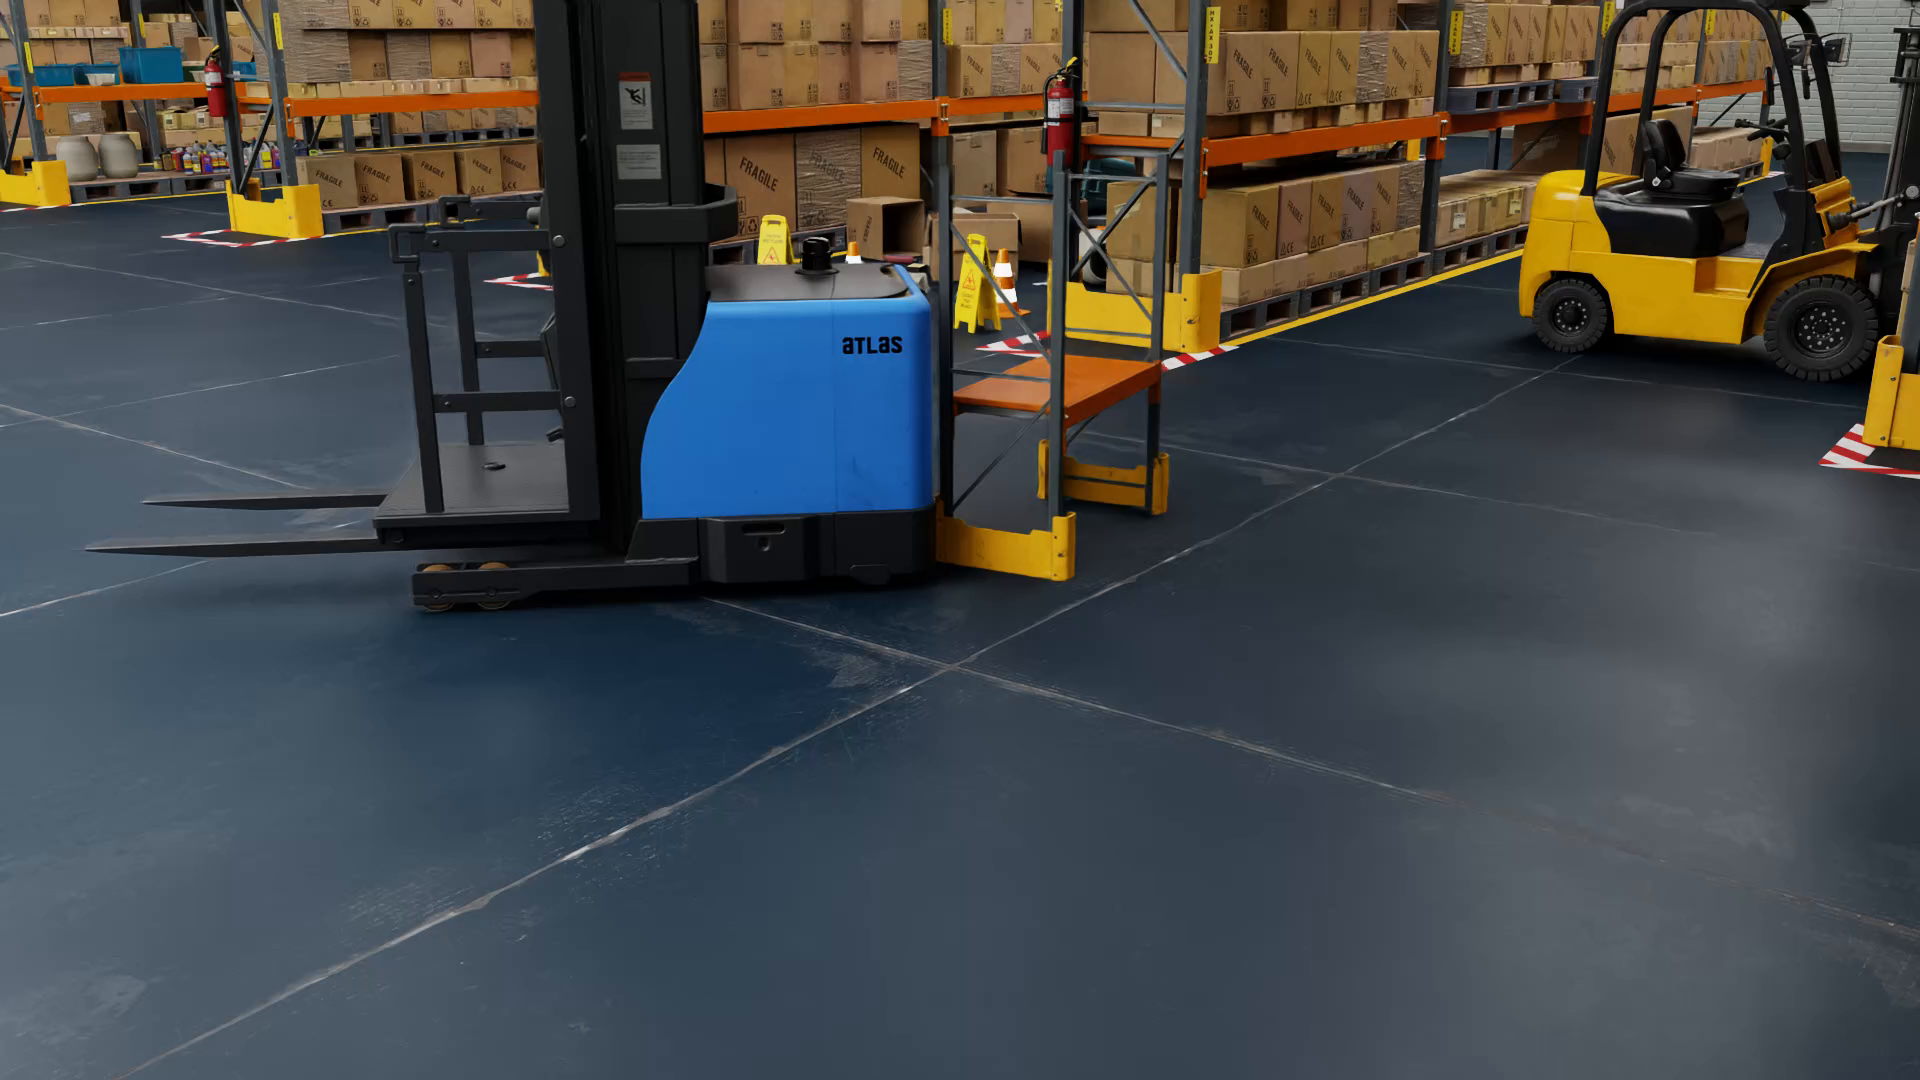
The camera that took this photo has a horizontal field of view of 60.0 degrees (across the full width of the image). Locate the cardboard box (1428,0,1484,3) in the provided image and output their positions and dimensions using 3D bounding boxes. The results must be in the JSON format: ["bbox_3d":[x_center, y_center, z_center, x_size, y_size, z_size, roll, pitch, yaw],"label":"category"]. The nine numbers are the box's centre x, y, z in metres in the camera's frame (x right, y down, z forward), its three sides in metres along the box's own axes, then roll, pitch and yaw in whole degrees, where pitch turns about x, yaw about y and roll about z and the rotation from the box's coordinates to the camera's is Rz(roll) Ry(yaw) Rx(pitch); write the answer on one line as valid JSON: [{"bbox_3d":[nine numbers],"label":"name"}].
[{"bbox_3d":[4.034,-4.437,13.500,0.380,0.149,0.250,12,21,34],"label":"cardboard box"}]

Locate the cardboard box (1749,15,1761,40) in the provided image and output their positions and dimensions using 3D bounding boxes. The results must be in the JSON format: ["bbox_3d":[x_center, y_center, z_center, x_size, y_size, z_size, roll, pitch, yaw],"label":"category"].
[{"bbox_3d":[9.939,-6.666,21.299,0.500,0.500,0.500,12,21,34],"label":"cardboard box"}]

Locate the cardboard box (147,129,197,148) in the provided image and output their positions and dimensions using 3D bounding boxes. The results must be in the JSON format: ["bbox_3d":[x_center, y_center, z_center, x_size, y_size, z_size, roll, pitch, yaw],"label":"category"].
[{"bbox_3d":[-12.003,-6.129,25.351,0.500,0.250,0.500,12,21,33],"label":"cardboard box"}]

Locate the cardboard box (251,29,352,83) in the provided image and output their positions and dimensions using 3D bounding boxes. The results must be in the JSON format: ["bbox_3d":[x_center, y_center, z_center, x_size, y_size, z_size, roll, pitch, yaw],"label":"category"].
[{"bbox_3d":[-6.523,-4.801,16.477,0.875,0.500,0.500,12,21,35],"label":"cardboard box"}]

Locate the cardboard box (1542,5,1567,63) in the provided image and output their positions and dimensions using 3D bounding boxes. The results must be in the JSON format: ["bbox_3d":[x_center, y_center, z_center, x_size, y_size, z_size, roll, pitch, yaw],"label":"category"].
[{"bbox_3d":[5.206,-4.627,15.208,0.500,0.500,0.500,11,20,31],"label":"cardboard box"}]

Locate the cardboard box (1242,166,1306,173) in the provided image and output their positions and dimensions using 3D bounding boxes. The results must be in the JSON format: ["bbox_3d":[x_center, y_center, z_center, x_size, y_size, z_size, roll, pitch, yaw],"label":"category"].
[{"bbox_3d":[2.282,-2.587,12.680,0.500,0.500,0.500,14,22,37],"label":"cardboard box"}]

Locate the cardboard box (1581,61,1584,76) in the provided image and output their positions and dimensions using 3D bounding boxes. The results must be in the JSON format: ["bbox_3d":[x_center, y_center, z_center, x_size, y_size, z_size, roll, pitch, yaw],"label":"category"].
[{"bbox_3d":[5.847,-4.601,16.216,0.380,0.149,0.250,13,22,37],"label":"cardboard box"}]

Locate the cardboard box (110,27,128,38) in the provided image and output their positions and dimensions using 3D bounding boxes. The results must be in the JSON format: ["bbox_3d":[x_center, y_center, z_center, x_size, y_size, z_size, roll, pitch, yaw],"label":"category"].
[{"bbox_3d":[-12.433,-7.444,24.396,0.380,0.149,0.250,12,21,35],"label":"cardboard box"}]

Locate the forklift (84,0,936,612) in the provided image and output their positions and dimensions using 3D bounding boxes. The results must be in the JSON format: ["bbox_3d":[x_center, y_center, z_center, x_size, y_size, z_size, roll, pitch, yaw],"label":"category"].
[{"bbox_3d":[-1.646,-1.310,6.019,3.031,2.935,1.130,-2,17,-7],"label":"forklift"}]

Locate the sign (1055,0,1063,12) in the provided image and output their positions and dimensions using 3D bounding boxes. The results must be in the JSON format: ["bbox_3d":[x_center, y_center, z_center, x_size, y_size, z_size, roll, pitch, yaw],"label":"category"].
[{"bbox_3d":[0.653,-3.541,10.603,0.100,0.325,0.005,12,21,35],"label":"sign"}]

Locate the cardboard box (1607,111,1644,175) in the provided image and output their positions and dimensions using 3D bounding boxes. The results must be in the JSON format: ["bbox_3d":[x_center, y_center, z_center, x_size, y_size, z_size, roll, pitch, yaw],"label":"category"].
[{"bbox_3d":[6.866,-4.187,18.043,0.875,0.875,0.875,13,21,35],"label":"cardboard box"}]

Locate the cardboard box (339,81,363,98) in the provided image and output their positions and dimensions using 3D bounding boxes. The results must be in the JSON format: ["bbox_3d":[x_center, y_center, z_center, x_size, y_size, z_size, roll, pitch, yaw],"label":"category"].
[{"bbox_3d":[-6.186,-4.504,16.614,0.380,0.149,0.250,12,21,35],"label":"cardboard box"}]

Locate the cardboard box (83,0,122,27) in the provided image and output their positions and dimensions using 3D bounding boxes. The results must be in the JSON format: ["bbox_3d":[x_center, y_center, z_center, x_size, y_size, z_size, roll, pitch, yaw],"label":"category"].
[{"bbox_3d":[-12.702,-7.750,24.286,0.700,0.500,0.500,13,21,35],"label":"cardboard box"}]

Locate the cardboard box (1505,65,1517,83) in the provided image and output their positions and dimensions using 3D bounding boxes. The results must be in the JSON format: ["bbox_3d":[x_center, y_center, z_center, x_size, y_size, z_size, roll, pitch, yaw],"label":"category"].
[{"bbox_3d":[4.652,-4.095,14.587,0.380,0.149,0.250,13,21,35],"label":"cardboard box"}]

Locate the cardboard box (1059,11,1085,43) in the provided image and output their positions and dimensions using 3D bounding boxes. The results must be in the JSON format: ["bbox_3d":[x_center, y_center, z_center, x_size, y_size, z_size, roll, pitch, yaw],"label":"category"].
[{"bbox_3d":[0.938,-5.667,18.080,0.700,0.500,0.500,12,21,34],"label":"cardboard box"}]

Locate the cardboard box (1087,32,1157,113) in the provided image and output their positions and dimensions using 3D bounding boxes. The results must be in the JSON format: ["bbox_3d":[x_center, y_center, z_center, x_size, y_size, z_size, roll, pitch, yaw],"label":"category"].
[{"bbox_3d":[1.188,-3.102,11.005,0.500,0.500,0.500,12,21,34],"label":"cardboard box"}]

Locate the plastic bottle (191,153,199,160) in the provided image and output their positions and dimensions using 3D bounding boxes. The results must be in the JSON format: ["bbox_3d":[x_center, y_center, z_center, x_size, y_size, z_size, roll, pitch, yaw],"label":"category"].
[{"bbox_3d":[-9.742,-4.820,21.183,0.097,0.201,0.097,0,17,0],"label":"plastic bottle"}]

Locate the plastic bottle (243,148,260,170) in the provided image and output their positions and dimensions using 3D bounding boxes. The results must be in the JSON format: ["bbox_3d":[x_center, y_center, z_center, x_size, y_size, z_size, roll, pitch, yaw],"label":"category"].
[{"bbox_3d":[-9.026,-4.858,21.179,0.152,0.276,0.135,13,21,36],"label":"plastic bottle"}]

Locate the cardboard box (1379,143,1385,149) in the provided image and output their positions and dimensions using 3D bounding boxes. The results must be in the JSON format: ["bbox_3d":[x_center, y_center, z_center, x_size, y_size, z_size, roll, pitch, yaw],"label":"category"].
[{"bbox_3d":[6.139,-5.946,24.931,0.380,0.149,0.250,12,21,34],"label":"cardboard box"}]

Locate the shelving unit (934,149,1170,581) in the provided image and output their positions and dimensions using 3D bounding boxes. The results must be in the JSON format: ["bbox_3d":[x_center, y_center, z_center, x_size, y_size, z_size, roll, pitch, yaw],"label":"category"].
[{"bbox_3d":[0.389,-0.741,6.602,0.587,1.500,1.083,9,19,26],"label":"shelving unit"}]

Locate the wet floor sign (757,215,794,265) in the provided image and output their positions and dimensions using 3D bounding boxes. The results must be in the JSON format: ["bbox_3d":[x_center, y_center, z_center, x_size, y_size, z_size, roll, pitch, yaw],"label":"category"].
[{"bbox_3d":[-1.376,-2.104,12.430,0.267,0.644,0.232,8,19,25],"label":"wet floor sign"}]

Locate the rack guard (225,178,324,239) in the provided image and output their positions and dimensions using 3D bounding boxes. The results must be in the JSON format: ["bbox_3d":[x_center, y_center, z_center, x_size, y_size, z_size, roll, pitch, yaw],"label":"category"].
[{"bbox_3d":[-6.827,-3.310,16.559,1.175,0.500,0.348,12,21,35],"label":"rack guard"}]

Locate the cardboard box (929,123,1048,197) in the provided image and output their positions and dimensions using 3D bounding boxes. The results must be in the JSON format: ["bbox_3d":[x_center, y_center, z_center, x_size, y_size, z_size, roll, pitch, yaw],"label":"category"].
[{"bbox_3d":[0.310,-4.057,17.834,1.050,0.750,0.750,12,21,35],"label":"cardboard box"}]

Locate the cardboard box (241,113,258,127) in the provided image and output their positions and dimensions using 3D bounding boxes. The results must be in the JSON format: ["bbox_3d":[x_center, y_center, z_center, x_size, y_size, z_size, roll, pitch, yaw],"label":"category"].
[{"bbox_3d":[-11.386,-6.641,26.053,0.500,0.311,0.500,12,21,33],"label":"cardboard box"}]

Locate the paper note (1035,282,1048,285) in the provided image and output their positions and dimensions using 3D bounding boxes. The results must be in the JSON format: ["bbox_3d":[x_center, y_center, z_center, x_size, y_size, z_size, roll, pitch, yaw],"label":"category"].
[{"bbox_3d":[0.678,-2.063,13.356,0.142,0.019,0.148,-11,20,-32],"label":"paper note"}]

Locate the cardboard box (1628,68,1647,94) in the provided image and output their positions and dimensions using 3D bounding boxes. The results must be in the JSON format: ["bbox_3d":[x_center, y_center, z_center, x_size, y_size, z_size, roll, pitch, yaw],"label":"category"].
[{"bbox_3d":[6.956,-4.889,17.684,0.500,0.250,0.500,13,22,36],"label":"cardboard box"}]

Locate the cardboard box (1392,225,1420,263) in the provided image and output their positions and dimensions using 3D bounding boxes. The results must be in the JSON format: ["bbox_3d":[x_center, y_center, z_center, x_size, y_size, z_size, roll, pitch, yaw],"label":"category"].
[{"bbox_3d":[3.333,-2.386,13.297,0.500,0.250,0.500,14,22,37],"label":"cardboard box"}]

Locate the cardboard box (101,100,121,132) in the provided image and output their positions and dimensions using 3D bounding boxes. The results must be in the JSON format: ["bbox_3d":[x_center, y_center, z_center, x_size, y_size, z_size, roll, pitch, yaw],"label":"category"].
[{"bbox_3d":[-12.970,-6.380,24.894,0.500,0.500,0.500,12,21,35],"label":"cardboard box"}]

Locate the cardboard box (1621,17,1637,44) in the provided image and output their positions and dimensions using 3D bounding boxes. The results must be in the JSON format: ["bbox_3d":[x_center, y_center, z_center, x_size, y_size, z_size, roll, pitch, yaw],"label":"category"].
[{"bbox_3d":[6.631,-5.359,17.088,0.500,0.500,0.500,13,21,35],"label":"cardboard box"}]

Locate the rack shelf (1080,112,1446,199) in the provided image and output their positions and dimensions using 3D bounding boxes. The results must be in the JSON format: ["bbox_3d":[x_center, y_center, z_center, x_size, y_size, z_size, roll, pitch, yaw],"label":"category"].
[{"bbox_3d":[2.278,-2.867,12.131,1.077,0.370,4.000,12,21,35],"label":"rack shelf"}]

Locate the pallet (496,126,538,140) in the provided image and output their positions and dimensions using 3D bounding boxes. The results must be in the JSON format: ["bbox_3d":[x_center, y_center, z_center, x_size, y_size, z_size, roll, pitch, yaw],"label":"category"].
[{"bbox_3d":[-8.130,-7.563,30.741,1.003,0.211,1.213,12,21,35],"label":"pallet"}]

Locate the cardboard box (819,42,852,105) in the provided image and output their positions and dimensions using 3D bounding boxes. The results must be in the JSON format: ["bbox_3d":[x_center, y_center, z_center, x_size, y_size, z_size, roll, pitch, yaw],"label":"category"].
[{"bbox_3d":[-1.502,-4.276,15.204,0.875,0.550,0.550,12,21,35],"label":"cardboard box"}]

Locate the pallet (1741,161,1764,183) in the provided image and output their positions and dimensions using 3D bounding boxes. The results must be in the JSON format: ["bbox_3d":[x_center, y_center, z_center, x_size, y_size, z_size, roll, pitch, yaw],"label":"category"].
[{"bbox_3d":[10.206,-5.009,22.518,1.003,0.211,1.213,12,21,35],"label":"pallet"}]

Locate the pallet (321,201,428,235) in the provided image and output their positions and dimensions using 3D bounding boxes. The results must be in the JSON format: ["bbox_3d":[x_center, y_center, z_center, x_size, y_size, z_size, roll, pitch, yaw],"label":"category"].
[{"bbox_3d":[-6.315,-3.359,17.204,1.003,0.211,1.213,12,21,35],"label":"pallet"}]

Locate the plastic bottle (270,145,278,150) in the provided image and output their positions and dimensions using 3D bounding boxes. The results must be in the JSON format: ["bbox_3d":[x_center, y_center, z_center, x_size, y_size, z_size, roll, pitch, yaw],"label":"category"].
[{"bbox_3d":[-8.867,-4.993,21.614,0.152,0.276,0.135,12,21,35],"label":"plastic bottle"}]

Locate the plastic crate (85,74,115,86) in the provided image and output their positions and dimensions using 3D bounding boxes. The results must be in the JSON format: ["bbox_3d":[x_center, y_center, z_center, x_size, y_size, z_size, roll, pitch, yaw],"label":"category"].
[{"bbox_3d":[-10.059,-5.391,19.490,0.298,0.136,0.250,12,21,35],"label":"plastic crate"}]

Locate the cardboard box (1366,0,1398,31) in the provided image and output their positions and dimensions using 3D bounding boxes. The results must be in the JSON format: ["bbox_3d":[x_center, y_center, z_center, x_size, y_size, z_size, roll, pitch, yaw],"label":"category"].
[{"bbox_3d":[3.033,-4.288,13.137,0.700,0.500,0.500,12,21,34],"label":"cardboard box"}]

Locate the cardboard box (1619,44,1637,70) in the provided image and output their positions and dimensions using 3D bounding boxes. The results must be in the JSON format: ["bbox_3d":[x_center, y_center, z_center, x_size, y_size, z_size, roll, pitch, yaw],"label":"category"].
[{"bbox_3d":[6.662,-5.007,17.218,0.500,0.250,0.500,13,21,36],"label":"cardboard box"}]

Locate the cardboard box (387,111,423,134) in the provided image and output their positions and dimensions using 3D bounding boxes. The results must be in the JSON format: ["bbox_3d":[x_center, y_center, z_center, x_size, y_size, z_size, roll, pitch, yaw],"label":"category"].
[{"bbox_3d":[-9.559,-7.216,28.397,0.500,0.500,0.500,14,22,37],"label":"cardboard box"}]

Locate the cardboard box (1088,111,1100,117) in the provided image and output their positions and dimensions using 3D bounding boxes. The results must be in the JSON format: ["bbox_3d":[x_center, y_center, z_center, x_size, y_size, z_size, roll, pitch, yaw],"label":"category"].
[{"bbox_3d":[1.802,-7.099,27.420,0.875,0.875,0.875,12,21,35],"label":"cardboard box"}]

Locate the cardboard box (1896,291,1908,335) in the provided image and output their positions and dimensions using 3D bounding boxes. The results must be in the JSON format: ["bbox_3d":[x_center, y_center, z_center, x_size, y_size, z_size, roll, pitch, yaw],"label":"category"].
[{"bbox_3d":[5.114,-1.155,8.491,0.500,0.250,0.500,12,21,34],"label":"cardboard box"}]

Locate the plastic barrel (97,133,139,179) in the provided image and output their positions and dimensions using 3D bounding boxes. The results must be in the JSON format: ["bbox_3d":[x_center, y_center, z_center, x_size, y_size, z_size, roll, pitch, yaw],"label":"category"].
[{"bbox_3d":[-10.221,-4.663,20.187,0.421,0.512,0.421,0,17,0],"label":"plastic barrel"}]

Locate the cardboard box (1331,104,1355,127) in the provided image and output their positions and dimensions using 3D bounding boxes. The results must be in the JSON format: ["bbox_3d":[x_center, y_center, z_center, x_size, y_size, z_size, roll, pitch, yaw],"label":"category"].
[{"bbox_3d":[2.620,-3.071,11.997,0.380,0.149,0.250,13,21,35],"label":"cardboard box"}]

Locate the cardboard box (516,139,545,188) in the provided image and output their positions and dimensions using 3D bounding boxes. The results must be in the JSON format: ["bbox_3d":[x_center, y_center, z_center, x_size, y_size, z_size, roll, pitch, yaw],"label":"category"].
[{"bbox_3d":[-4.760,-4.357,19.222,0.500,0.500,0.500,12,21,33],"label":"cardboard box"}]

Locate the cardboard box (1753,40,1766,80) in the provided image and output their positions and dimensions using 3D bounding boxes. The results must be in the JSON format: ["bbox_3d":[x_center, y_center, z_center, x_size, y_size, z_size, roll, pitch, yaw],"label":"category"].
[{"bbox_3d":[10.234,-6.314,21.850,0.500,0.500,0.500,12,21,34],"label":"cardboard box"}]

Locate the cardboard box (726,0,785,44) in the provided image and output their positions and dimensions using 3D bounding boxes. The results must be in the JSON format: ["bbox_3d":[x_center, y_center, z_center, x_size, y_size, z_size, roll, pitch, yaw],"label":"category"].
[{"bbox_3d":[-2.001,-4.510,14.136,0.875,0.550,0.550,12,21,35],"label":"cardboard box"}]

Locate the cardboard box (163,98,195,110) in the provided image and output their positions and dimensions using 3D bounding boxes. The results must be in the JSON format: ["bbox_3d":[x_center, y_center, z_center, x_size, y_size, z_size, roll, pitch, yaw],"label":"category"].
[{"bbox_3d":[-14.427,-7.852,30.445,0.700,0.500,0.500,13,21,35],"label":"cardboard box"}]

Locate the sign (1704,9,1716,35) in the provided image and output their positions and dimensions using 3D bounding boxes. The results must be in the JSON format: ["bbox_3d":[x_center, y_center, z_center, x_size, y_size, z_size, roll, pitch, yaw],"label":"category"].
[{"bbox_3d":[8.678,-6.014,19.233,0.100,0.325,0.005,12,21,35],"label":"sign"}]

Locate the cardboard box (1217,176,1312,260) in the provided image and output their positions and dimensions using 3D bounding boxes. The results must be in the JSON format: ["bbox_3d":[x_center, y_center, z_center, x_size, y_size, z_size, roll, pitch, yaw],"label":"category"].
[{"bbox_3d":[2.111,-2.254,11.608,0.500,0.500,0.500,11,21,33],"label":"cardboard box"}]

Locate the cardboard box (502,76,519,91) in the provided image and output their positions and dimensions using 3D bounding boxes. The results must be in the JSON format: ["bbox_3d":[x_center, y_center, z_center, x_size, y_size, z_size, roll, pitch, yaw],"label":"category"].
[{"bbox_3d":[-5.049,-4.993,18.187,0.380,0.149,0.250,12,21,35],"label":"cardboard box"}]

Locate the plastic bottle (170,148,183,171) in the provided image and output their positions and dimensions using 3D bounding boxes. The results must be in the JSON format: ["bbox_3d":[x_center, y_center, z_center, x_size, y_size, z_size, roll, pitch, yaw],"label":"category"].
[{"bbox_3d":[-9.936,-4.840,21.122,0.152,0.276,0.135,13,21,35],"label":"plastic bottle"}]

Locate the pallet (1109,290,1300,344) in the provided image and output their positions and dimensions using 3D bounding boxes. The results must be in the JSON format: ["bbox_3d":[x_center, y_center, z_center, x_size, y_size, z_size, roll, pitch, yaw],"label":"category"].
[{"bbox_3d":[1.644,-1.608,11.565,1.003,0.211,1.213,12,21,35],"label":"pallet"}]

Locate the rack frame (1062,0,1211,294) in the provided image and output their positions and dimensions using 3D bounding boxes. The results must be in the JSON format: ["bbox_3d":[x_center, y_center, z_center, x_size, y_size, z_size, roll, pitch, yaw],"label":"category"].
[{"bbox_3d":[1.086,-2.734,10.490,1.000,3.000,0.127,12,21,35],"label":"rack frame"}]

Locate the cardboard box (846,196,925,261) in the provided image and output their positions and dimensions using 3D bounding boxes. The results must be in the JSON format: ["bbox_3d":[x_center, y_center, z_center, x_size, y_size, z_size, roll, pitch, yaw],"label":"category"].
[{"bbox_3d":[-0.667,-2.794,14.893,0.500,0.500,0.500,-16,23,-41],"label":"cardboard box"}]

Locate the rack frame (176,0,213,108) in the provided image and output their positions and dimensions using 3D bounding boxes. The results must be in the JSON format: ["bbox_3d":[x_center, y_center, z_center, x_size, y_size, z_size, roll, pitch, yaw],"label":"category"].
[{"bbox_3d":[-14.040,-9.017,30.721,1.000,3.000,0.127,12,21,35],"label":"rack frame"}]
